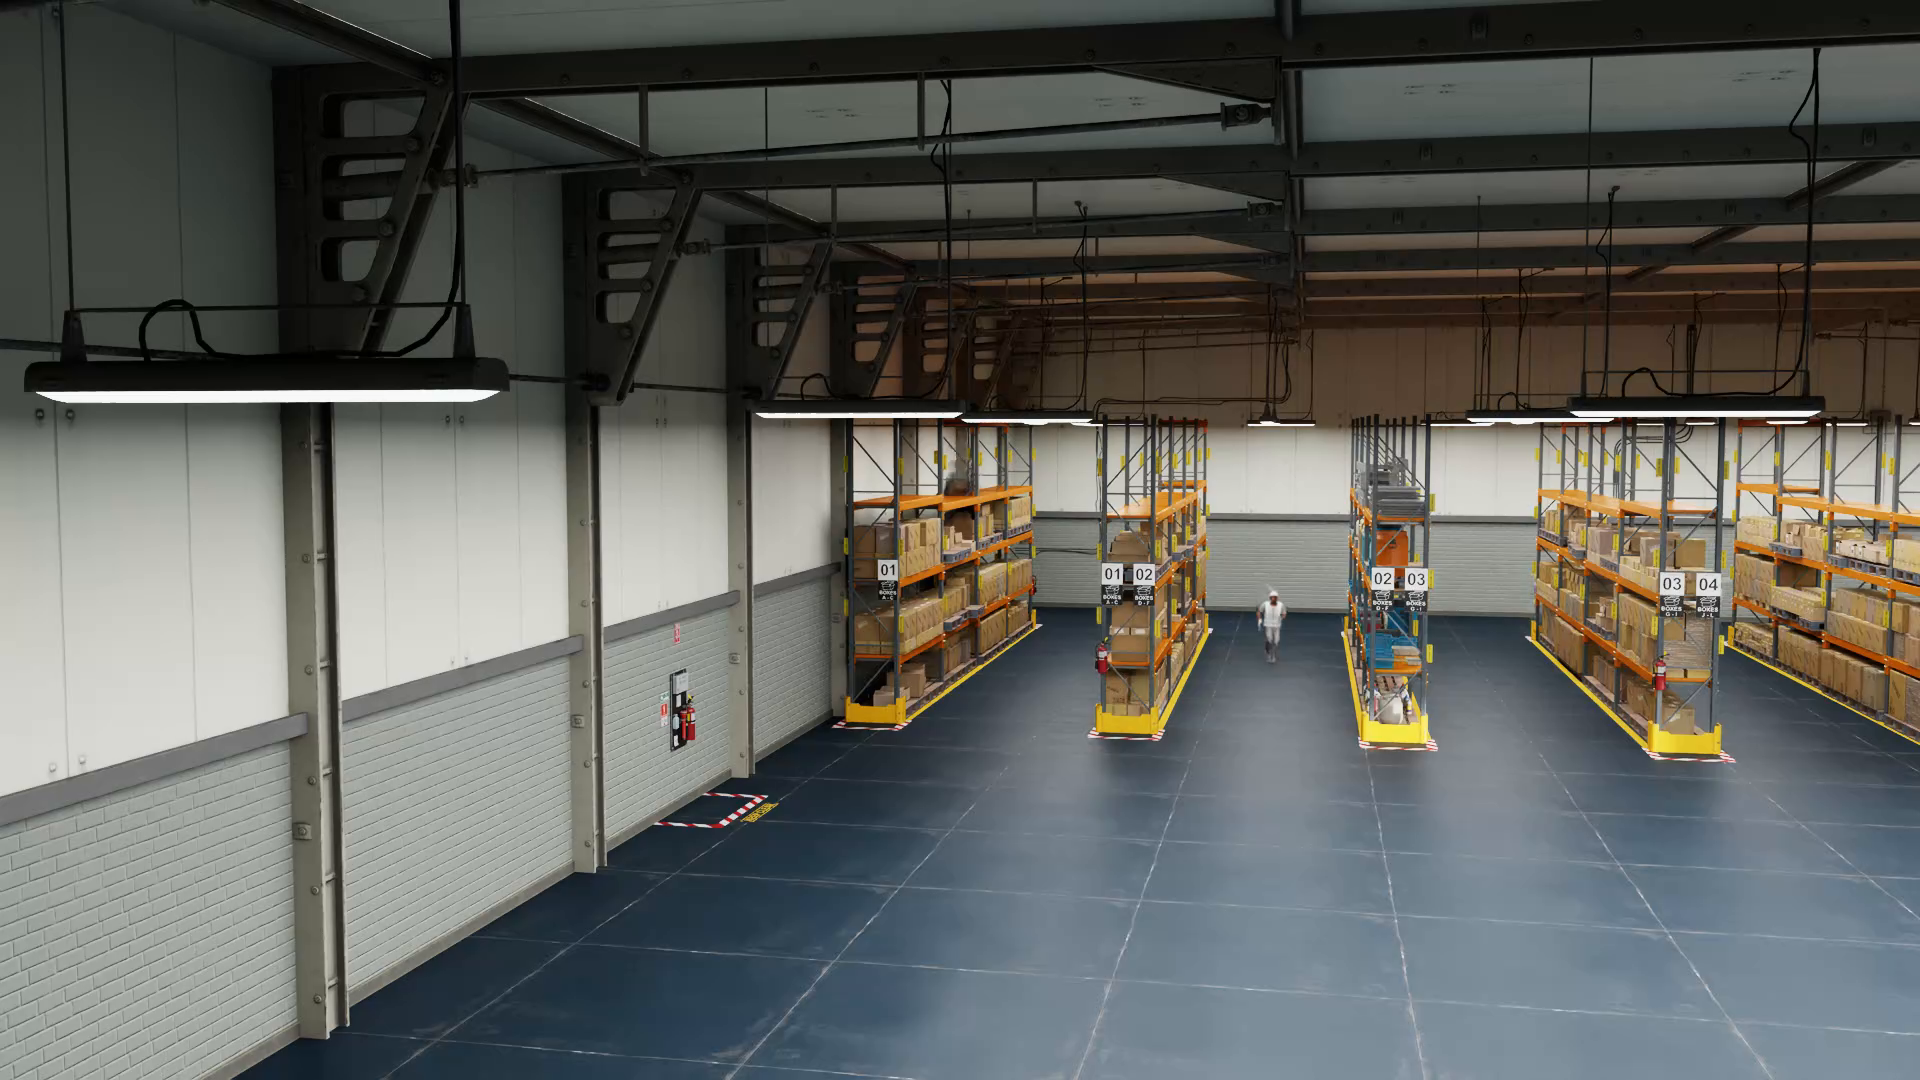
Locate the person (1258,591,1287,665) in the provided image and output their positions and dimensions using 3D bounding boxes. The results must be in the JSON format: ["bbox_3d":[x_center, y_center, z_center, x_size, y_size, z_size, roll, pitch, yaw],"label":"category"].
[{"bbox_3d":[7.622,2.138,40.533,0.660,1.789,0.802,0,4,-1],"label":"person"}]

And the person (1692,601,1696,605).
[{"bbox_3d":[18.620,2.075,41.553,0.711,1.772,0.873,1,4,21],"label":"person"}]
